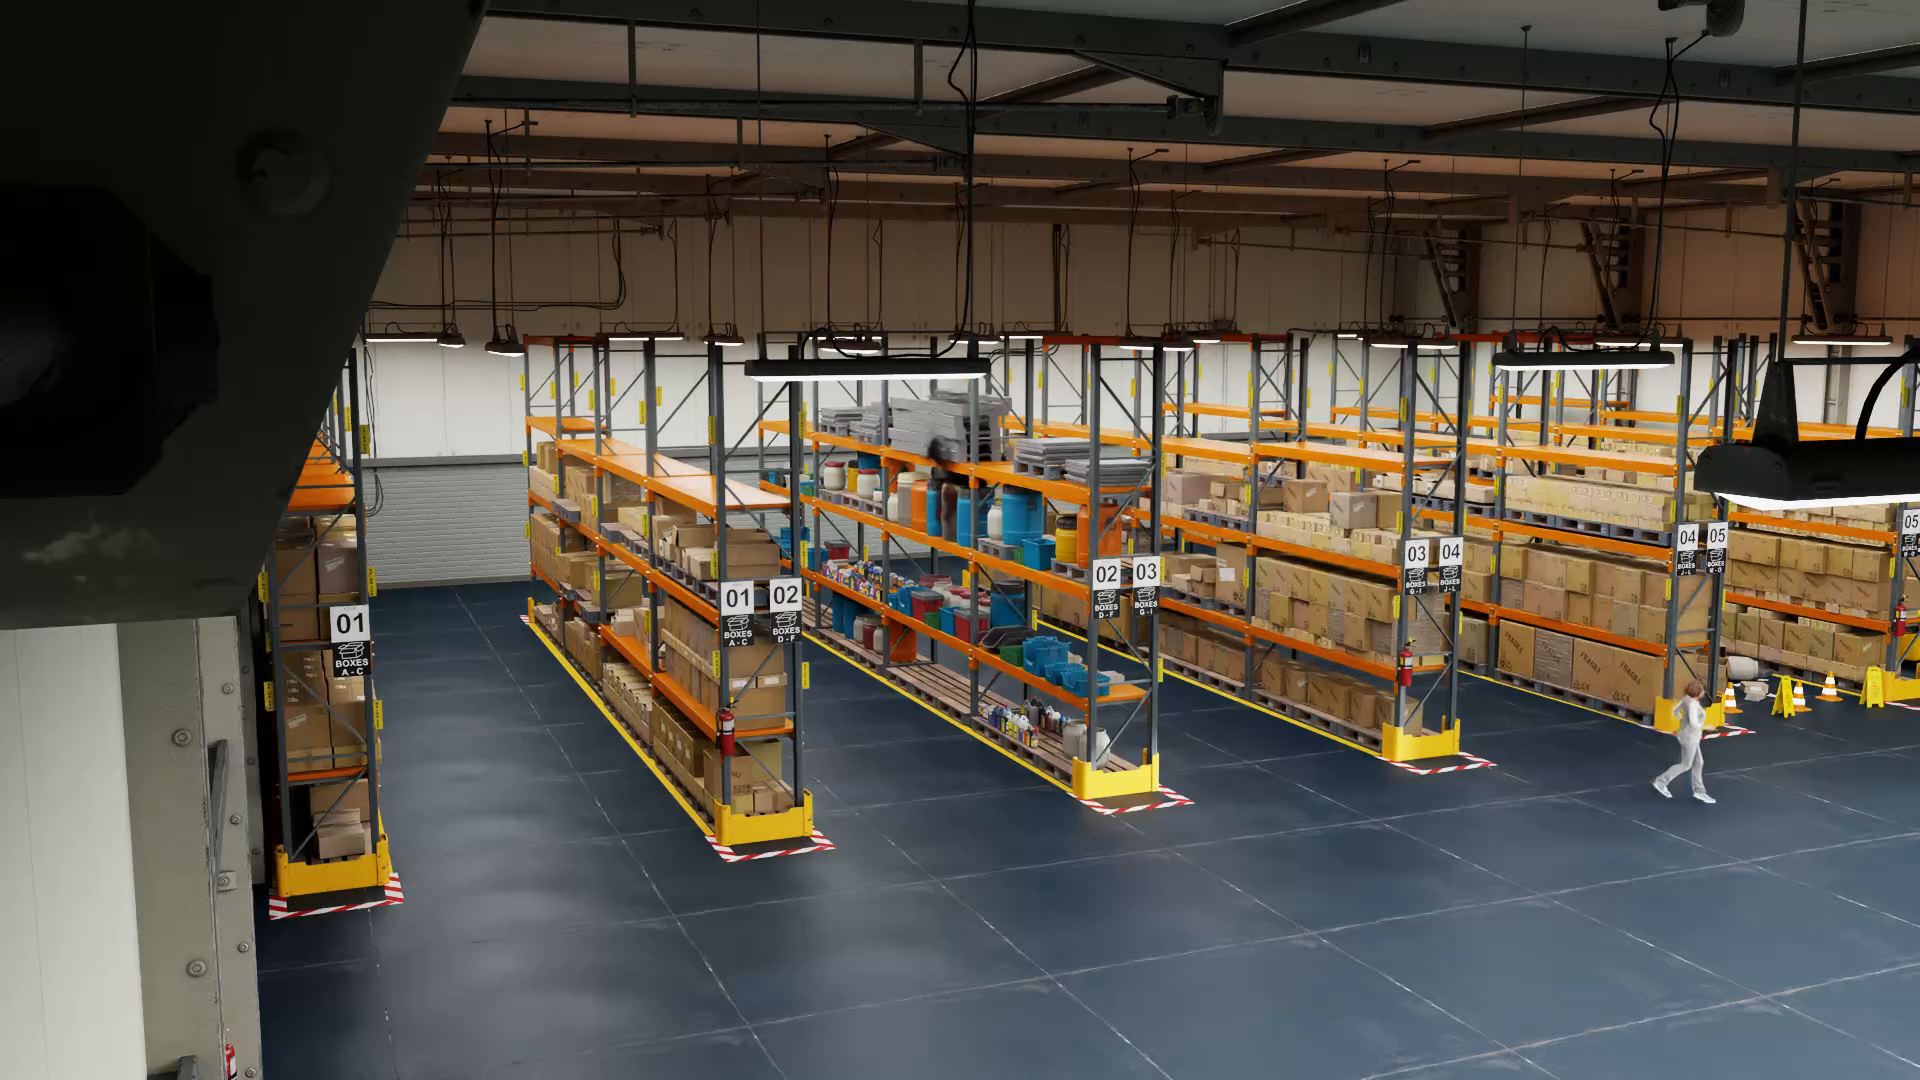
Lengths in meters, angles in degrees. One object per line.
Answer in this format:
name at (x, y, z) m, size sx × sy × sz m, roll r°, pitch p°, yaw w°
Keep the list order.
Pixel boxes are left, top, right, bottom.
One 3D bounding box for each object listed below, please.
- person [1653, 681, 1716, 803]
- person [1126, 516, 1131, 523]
person at (9.541, 2.643, 21.834) m, size 0.783 × 1.617 × 0.560 m, roll 2°, pitch 8°, yaw 14°
person at (3.942, 0.274, 38.981) m, size 0.760 × 1.742 × 0.968 m, roll -1°, pitch 8°, yaw -10°
